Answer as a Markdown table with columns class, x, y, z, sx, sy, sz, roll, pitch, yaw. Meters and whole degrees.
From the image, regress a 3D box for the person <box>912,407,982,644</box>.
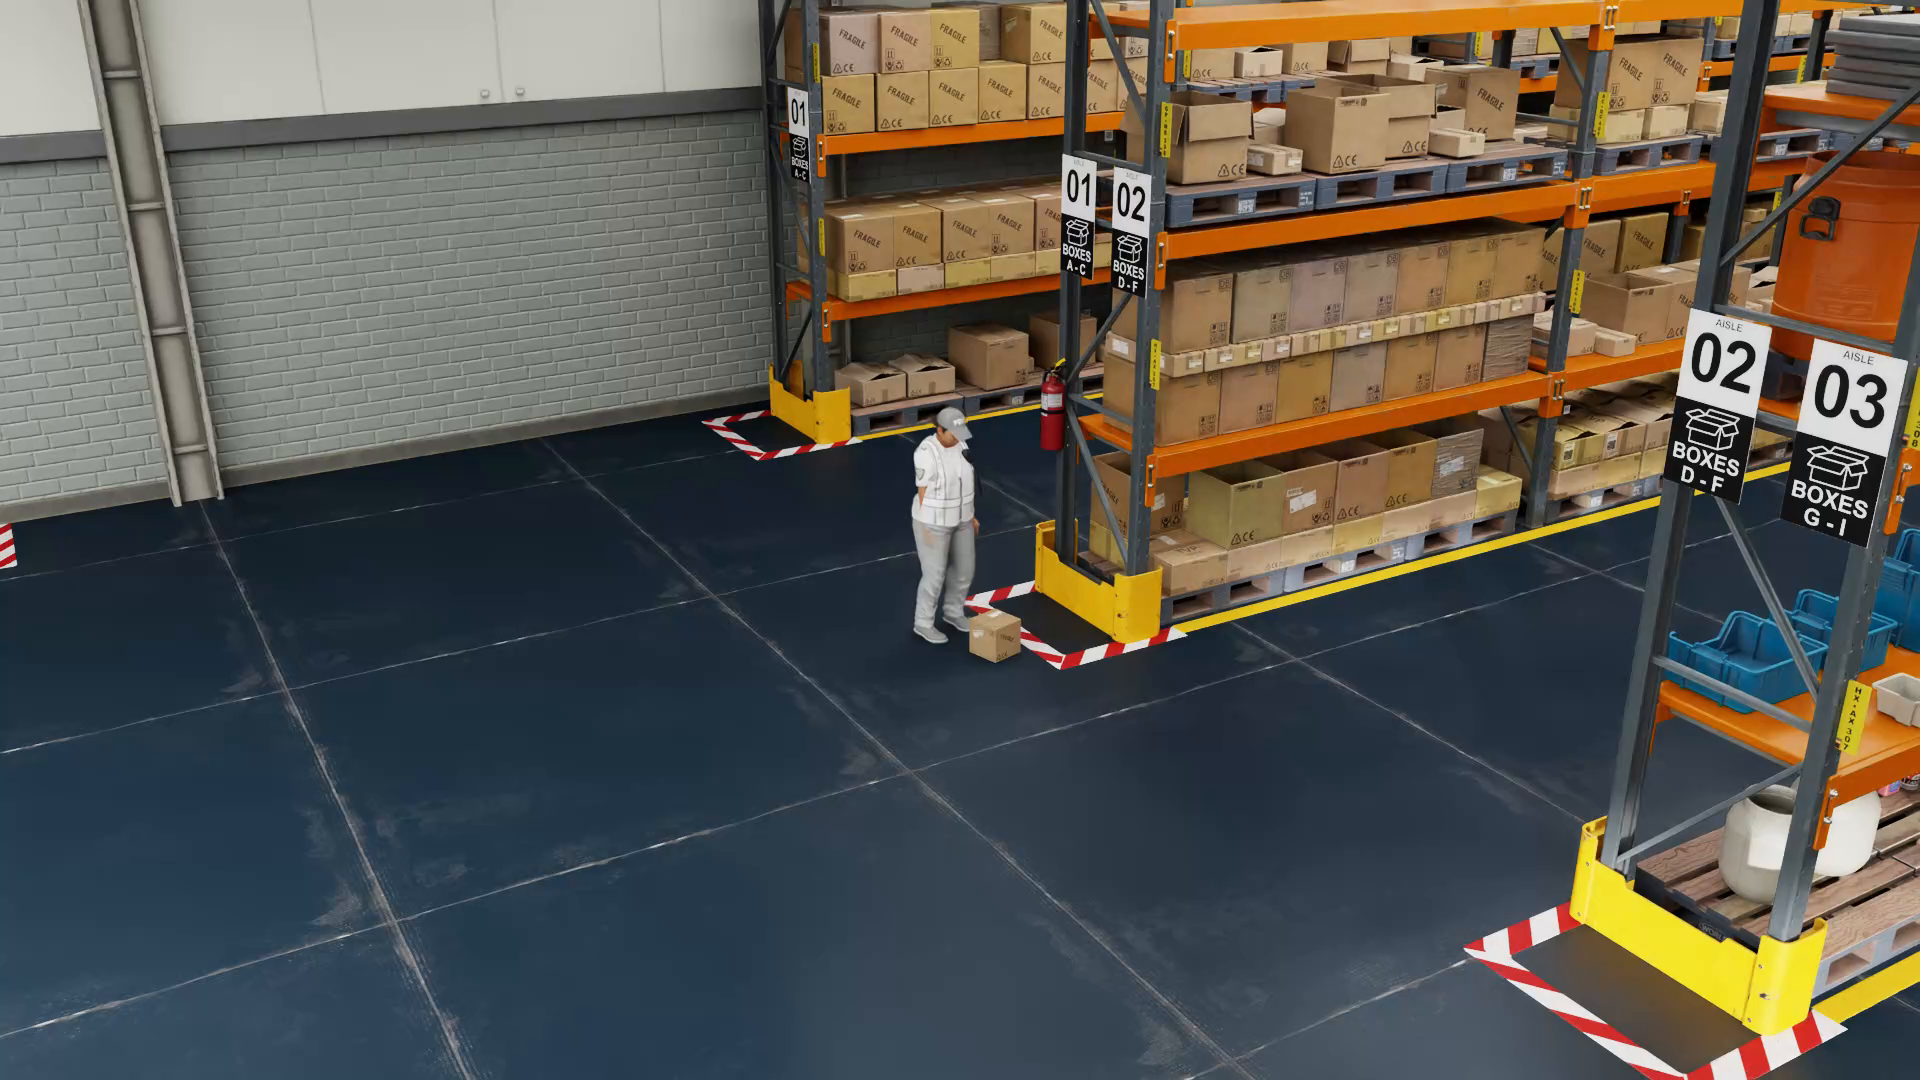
| class | x | y | z | sx | sy | sz | roll | pitch | yaw |
| --- | --- | --- | --- | --- | --- | --- | --- | --- | --- |
| person | -0.088 | -0.125 | 11.427 | 0.476 | 1.650 | 0.401 | -19 | 29 | -39 |
